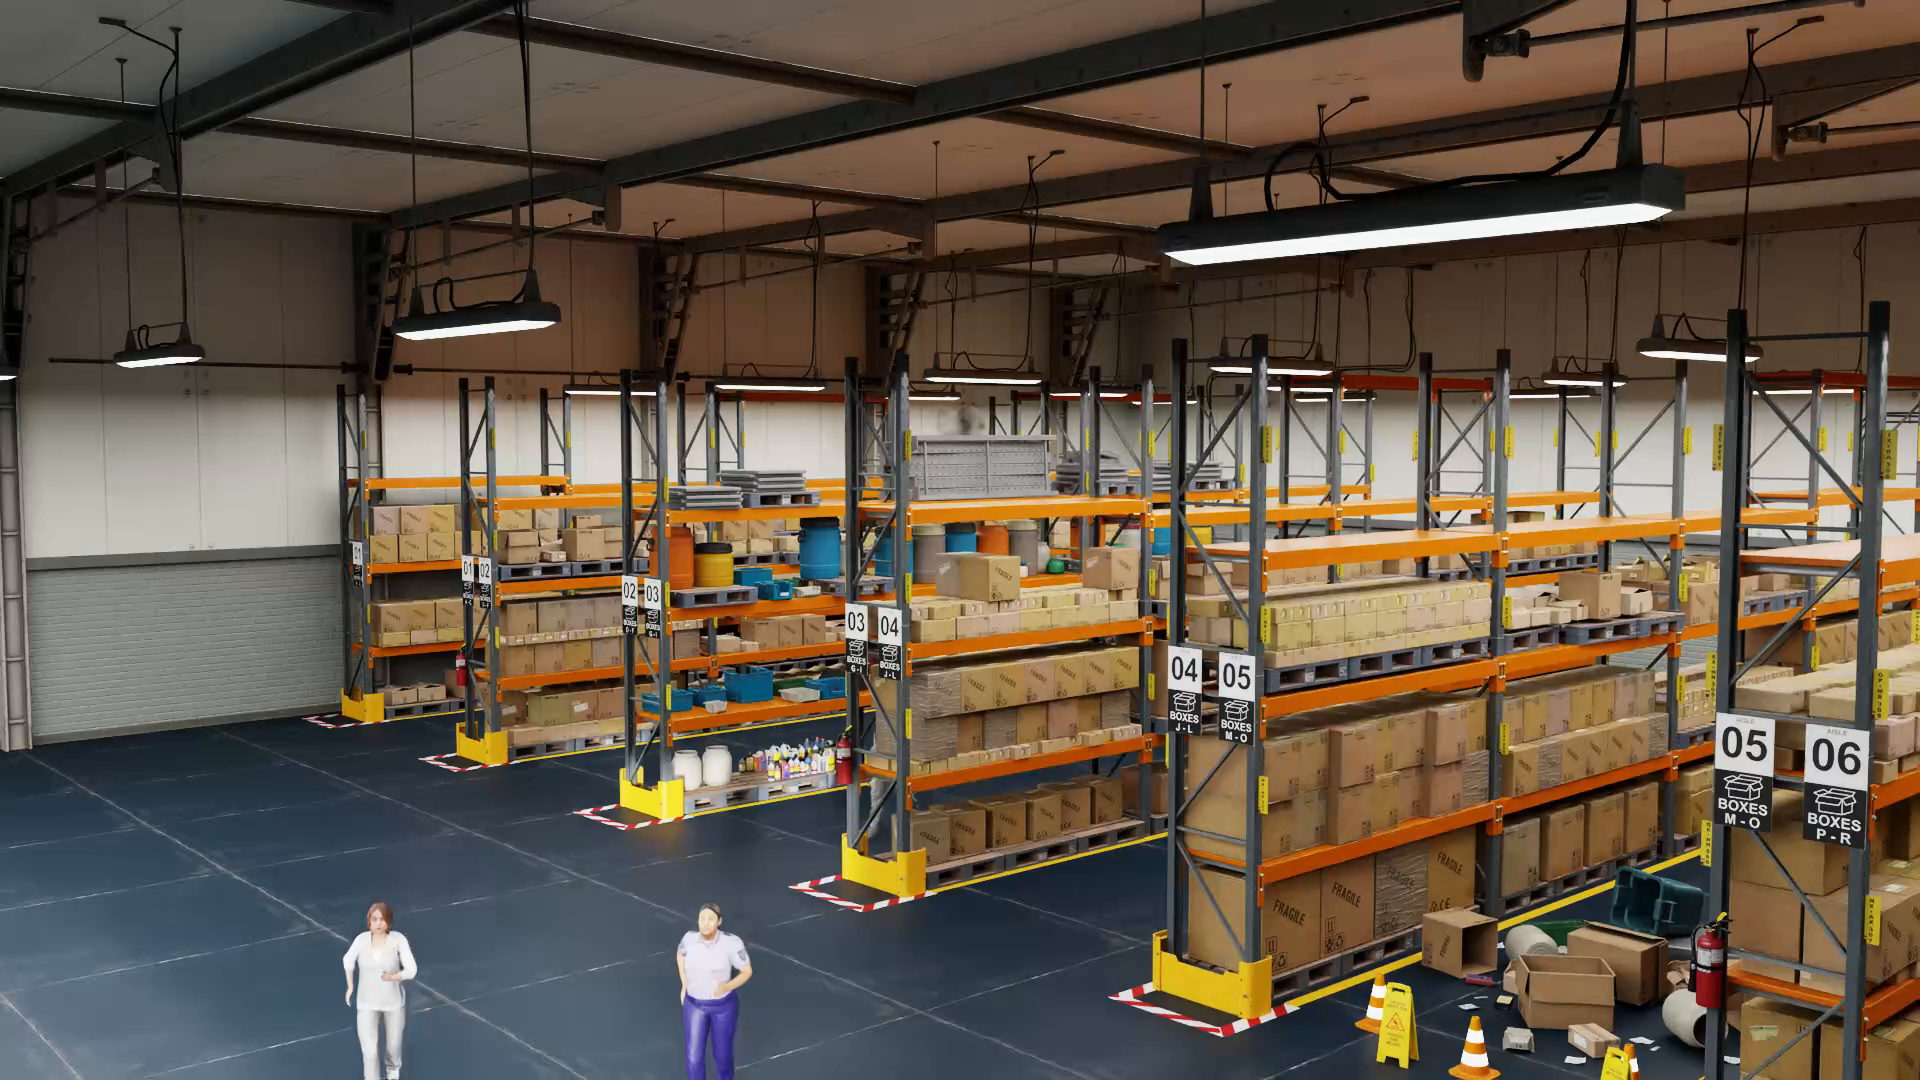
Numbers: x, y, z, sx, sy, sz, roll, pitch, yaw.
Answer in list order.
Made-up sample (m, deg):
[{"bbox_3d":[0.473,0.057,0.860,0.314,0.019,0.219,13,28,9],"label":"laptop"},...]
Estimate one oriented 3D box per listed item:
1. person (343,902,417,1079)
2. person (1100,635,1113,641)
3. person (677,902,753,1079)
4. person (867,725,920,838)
[{"bbox_3d":[-4.368,3.518,12.537,0.531,1.596,0.878,-1,4,-17],"label":"person"},{"bbox_3d":[3.000,1.843,32.736,0.669,1.753,0.856,3,5,40],"label":"person"},{"bbox_3d":[-1.845,3.537,12.456,0.597,1.678,0.814,0,4,-1],"label":"person"},{"bbox_3d":[-0.888,2.848,21.207,0.679,1.777,0.986,3,5,34],"label":"person"}]
